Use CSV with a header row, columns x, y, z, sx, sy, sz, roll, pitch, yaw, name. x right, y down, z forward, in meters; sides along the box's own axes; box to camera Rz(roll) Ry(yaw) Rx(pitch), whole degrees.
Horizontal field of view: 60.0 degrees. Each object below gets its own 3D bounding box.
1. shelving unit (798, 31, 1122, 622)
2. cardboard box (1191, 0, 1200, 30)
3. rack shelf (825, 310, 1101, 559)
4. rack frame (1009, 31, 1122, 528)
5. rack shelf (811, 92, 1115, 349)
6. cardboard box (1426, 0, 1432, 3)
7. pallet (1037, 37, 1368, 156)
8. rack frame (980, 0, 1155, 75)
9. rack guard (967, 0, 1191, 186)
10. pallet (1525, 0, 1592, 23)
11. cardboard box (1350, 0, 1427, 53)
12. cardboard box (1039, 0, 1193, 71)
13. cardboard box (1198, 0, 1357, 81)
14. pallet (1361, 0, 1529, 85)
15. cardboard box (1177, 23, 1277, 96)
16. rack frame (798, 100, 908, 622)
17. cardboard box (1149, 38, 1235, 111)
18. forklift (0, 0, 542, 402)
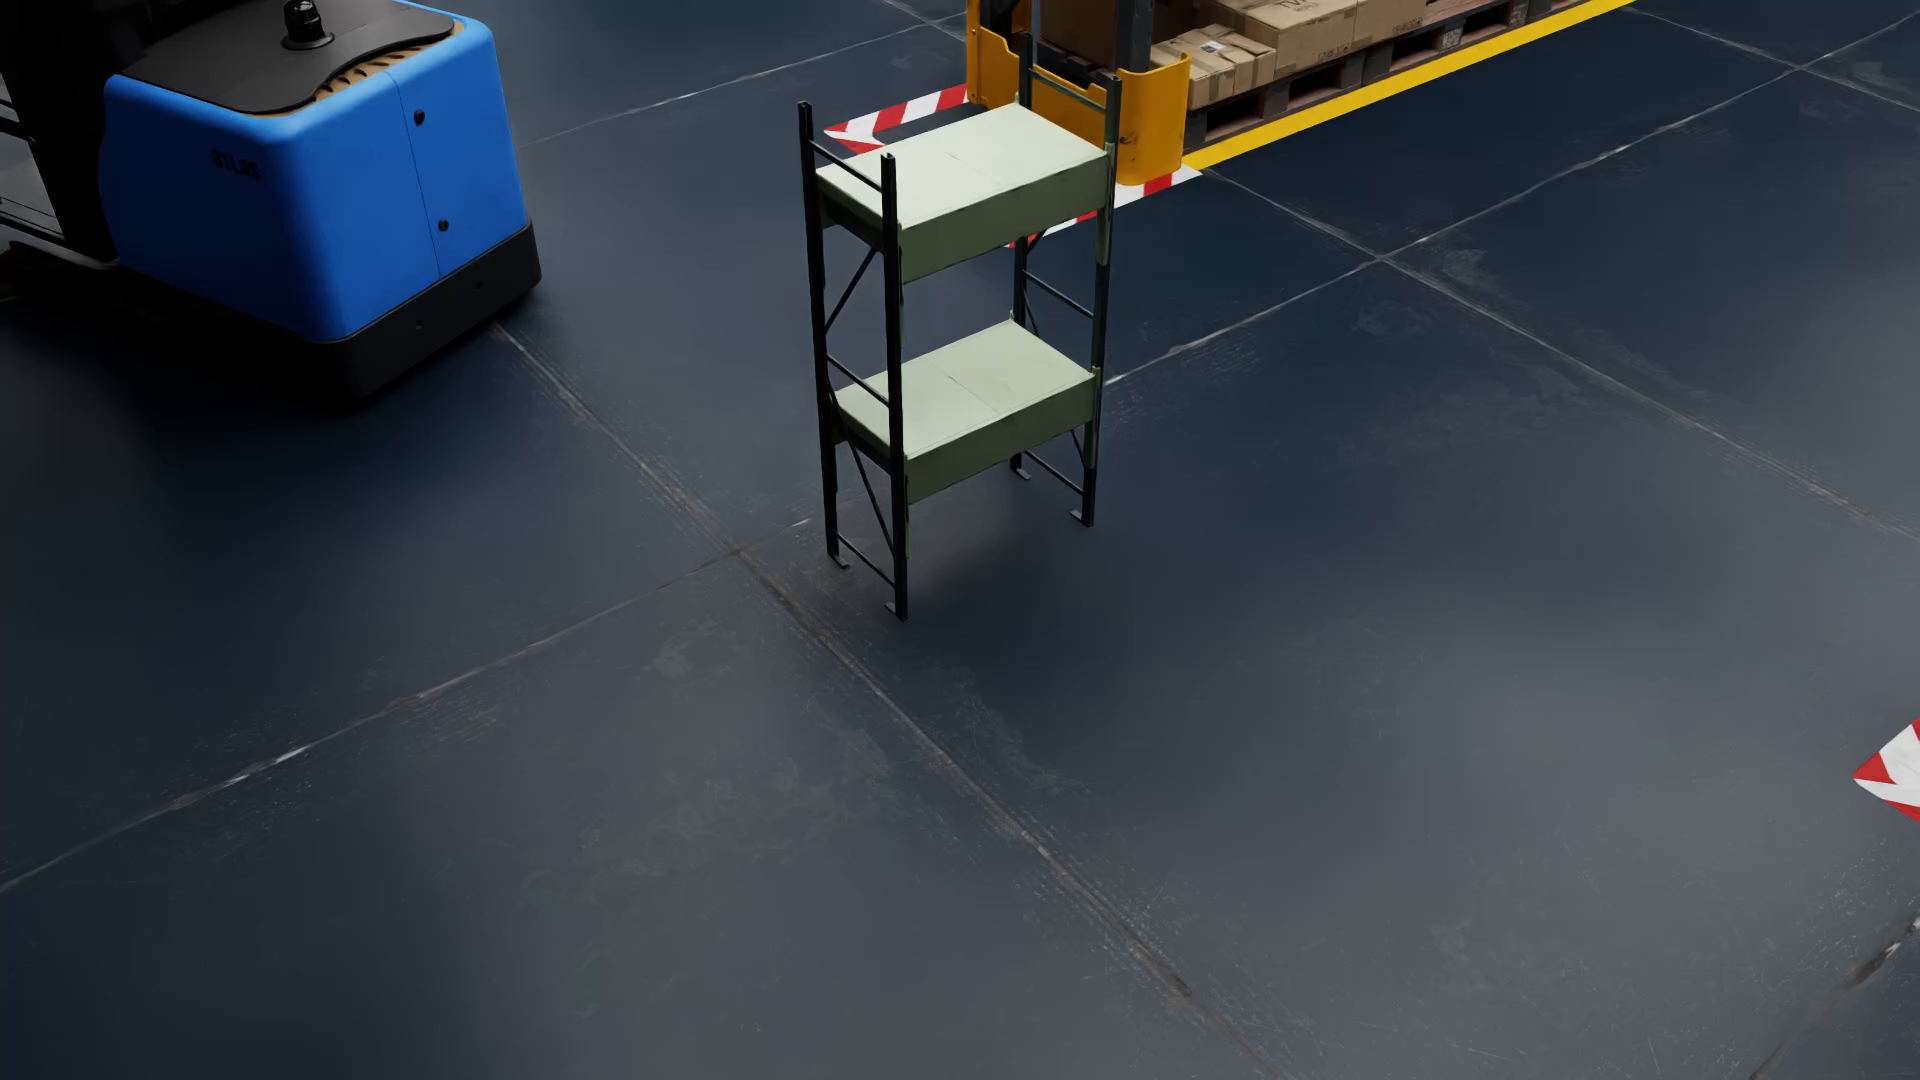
x,y,z,sx,sy,sz,roll,pitch,yaw,name
0.005,-0.582,4.777,0.755,1.500,0.431,-26,46,-28,shelving unit
1.093,-2.502,7.822,0.250,0.166,0.380,-26,46,-28,cardboard box
0.005,-0.330,4.984,0.720,0.370,0.431,-26,46,-28,rack shelf
0.295,-0.724,4.950,0.023,1.500,0.400,-26,46,-28,rack frame
0.005,-0.884,4.530,0.720,0.370,0.431,-26,46,-28,rack shelf
2.121,-3.004,8.168,0.637,0.503,0.797,-26,46,-28,cardboard box
1.128,-2.241,7.816,1.213,0.211,1.003,-26,46,-28,pallet
0.436,-2.982,6.520,0.127,3.000,1.000,-26,46,-28,rack frame
0.496,-2.045,7.348,0.348,0.500,1.175,-26,46,-28,rack guard
3.062,-3.185,8.966,1.213,0.211,1.003,-26,46,-28,pallet
1.833,-2.543,7.806,0.500,0.250,0.500,-26,46,-28,cardboard box
0.717,-2.519,7.580,0.500,0.500,0.500,-26,46,-28,cardboard box
1.436,-2.349,7.570,0.500,0.250,0.500,-26,46,-28,cardboard box
2.094,-2.710,8.388,1.213,0.211,1.003,-26,46,-28,pallet
1.176,-2.142,7.383,0.250,0.166,0.380,-26,46,-28,cardboard box
-0.285,-0.441,4.605,0.023,1.500,0.400,-26,46,-28,rack frame
0.977,-2.039,7.271,0.250,0.149,0.380,-26,46,-28,cardboard box
-3.132,-2.298,5.740,3.031,2.935,1.130,20,44,23,forklift
